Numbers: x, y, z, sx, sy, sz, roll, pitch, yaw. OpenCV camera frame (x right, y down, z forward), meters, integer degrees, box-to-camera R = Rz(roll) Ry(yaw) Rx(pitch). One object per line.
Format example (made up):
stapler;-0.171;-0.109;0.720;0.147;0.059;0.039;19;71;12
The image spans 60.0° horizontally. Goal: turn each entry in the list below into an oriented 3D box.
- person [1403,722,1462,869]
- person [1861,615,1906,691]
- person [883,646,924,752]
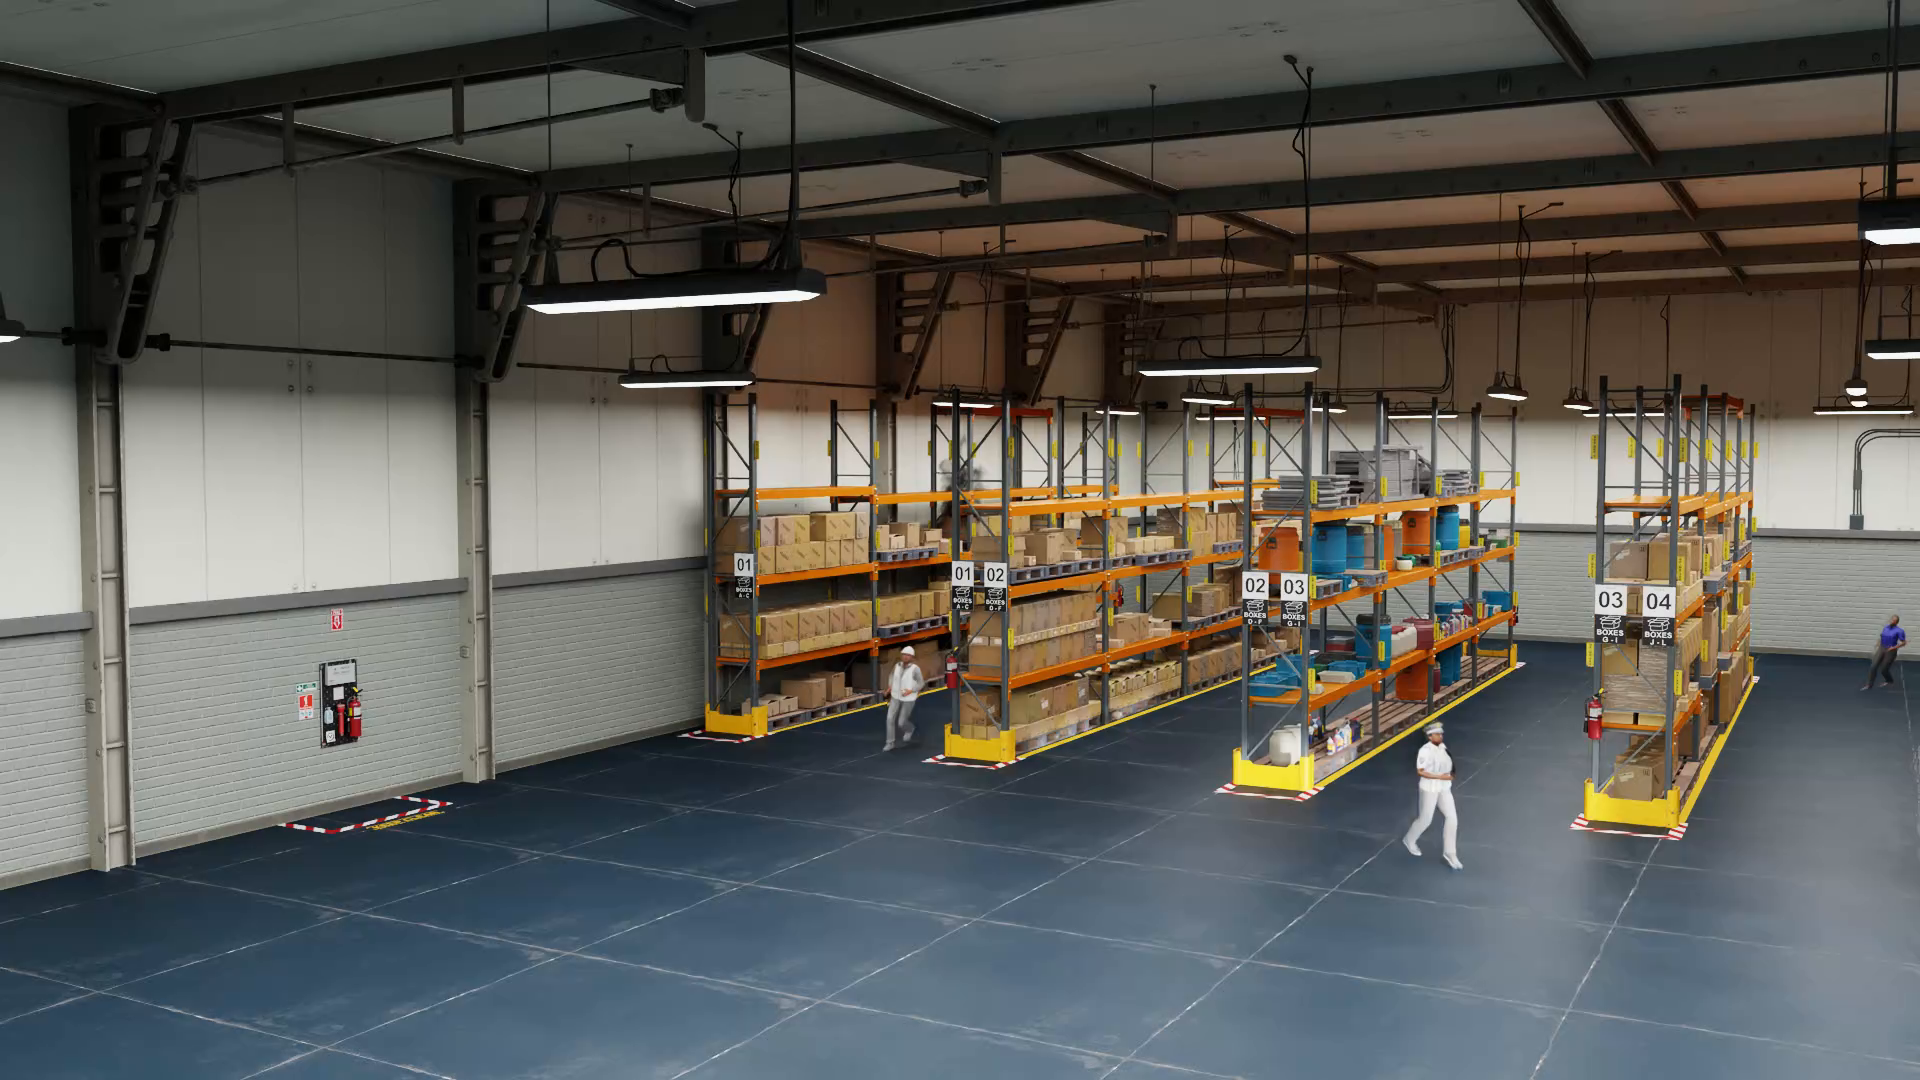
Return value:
person;5.746;3.068;20.201;0.582;1.747;0.832;-2;3;-28
person;19.250;2.351;34.490;0.794;1.618;0.661;-2;3;-27
person;-0.917;2.646;27.856;0.697;1.750;0.793;1;3;24
